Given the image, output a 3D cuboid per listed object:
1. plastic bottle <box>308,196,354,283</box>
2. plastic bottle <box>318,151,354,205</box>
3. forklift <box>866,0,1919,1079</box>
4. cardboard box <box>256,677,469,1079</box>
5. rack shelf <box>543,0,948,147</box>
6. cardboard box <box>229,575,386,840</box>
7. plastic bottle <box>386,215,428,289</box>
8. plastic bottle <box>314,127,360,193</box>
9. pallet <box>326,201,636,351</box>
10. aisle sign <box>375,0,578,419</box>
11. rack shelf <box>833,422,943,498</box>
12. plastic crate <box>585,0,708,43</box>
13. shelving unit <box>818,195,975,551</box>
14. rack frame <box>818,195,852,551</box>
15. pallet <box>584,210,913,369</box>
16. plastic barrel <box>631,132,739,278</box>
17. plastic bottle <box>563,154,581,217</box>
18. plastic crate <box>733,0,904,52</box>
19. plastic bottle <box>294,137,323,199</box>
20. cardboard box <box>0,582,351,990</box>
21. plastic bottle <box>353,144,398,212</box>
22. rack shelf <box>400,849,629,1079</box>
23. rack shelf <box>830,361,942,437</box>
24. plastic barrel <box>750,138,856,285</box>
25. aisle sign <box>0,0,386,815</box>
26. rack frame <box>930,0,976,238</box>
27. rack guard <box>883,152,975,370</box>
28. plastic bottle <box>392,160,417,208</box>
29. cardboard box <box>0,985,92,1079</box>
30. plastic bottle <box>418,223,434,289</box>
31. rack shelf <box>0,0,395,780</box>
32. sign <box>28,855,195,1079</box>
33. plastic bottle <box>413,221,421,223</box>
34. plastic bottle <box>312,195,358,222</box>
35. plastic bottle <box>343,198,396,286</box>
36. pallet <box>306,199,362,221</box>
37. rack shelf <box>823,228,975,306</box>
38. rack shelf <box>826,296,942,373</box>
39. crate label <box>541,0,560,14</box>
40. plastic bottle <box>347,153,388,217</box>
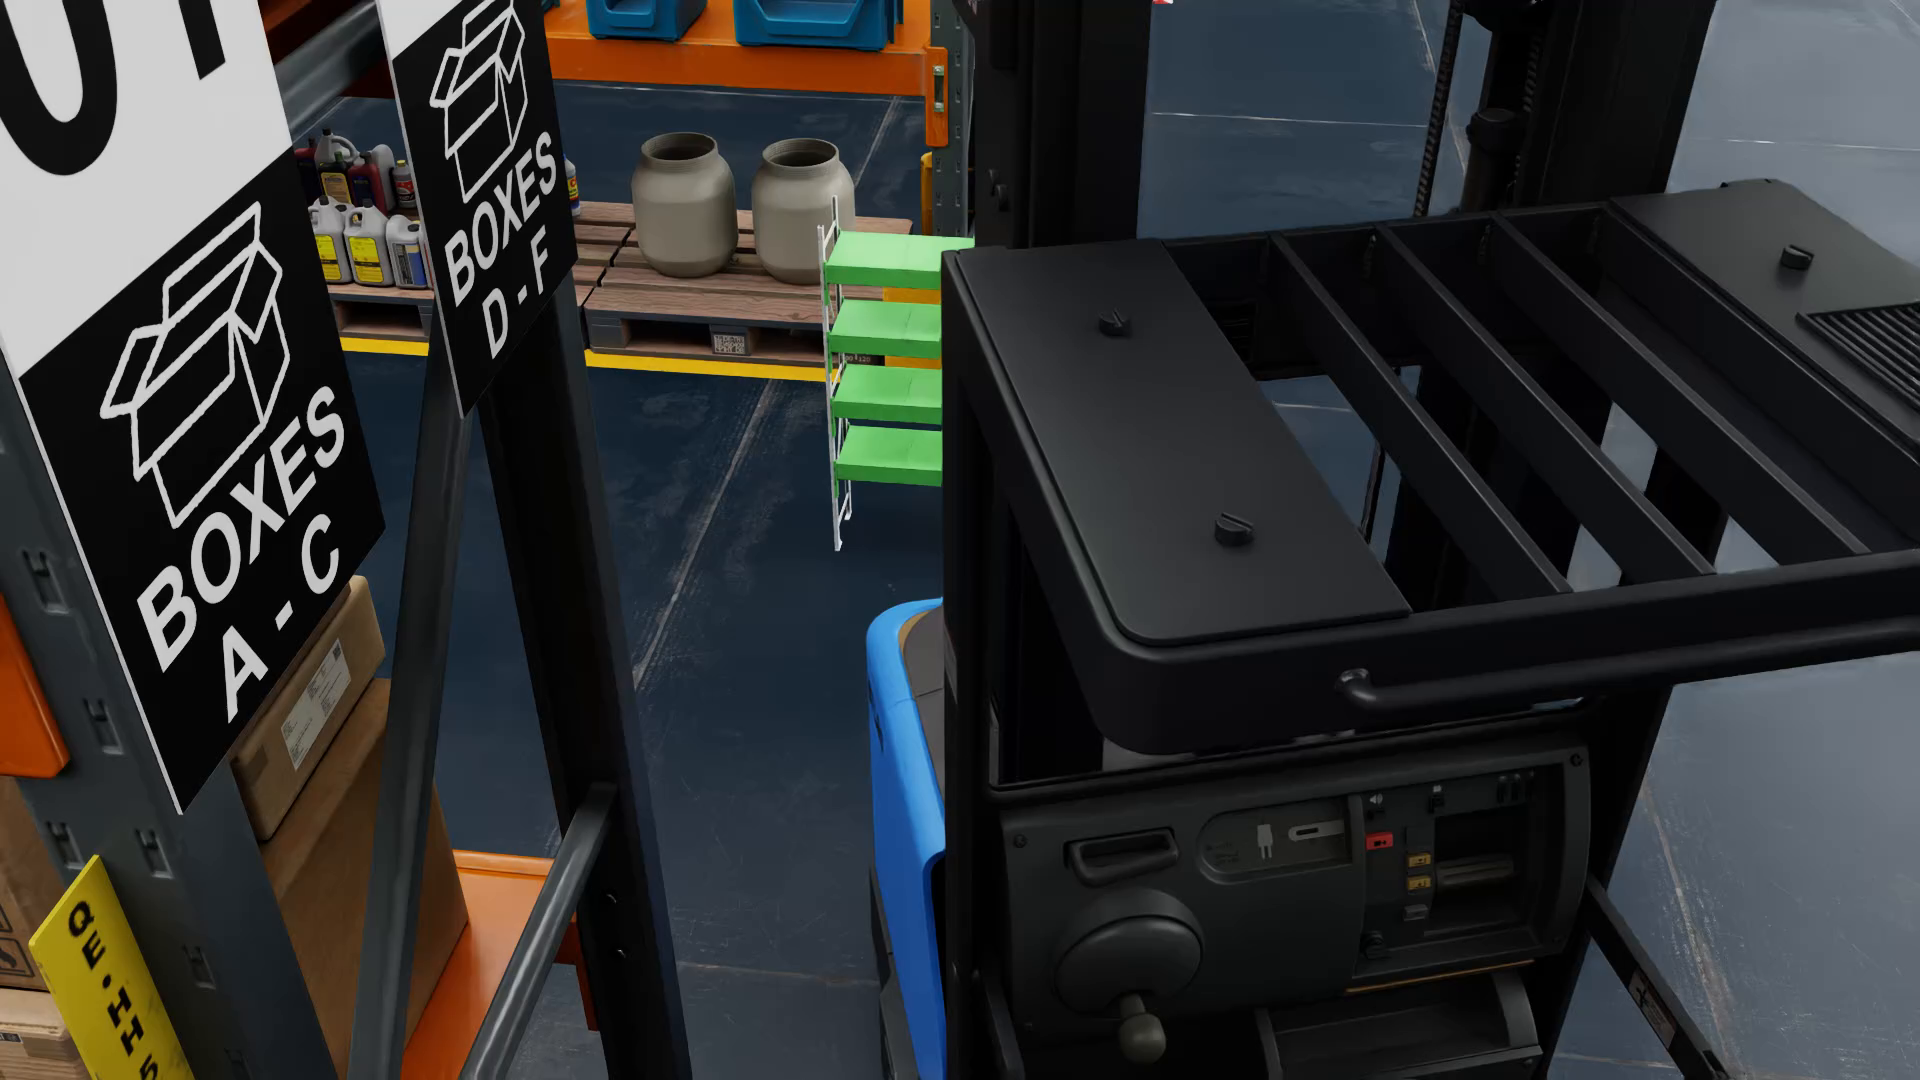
[{"bbox_3d":[-2.591,-1.241,6.808,0.185,0.351,0.144,4,36,6],"label":"plastic bottle"},{"bbox_3d":[-2.749,-1.577,7.337,0.133,0.283,0.061,4,36,6],"label":"plastic bottle"},{"bbox_3d":[0.568,0.610,2.372,1.130,2.935,3.031,-7,36,-9],"label":"forklift"},{"bbox_3d":[-1.076,0.583,2.265,0.500,0.500,0.700,4,36,6],"label":"cardboard box"},{"bbox_3d":[-1.964,-2.043,6.650,4.000,0.370,1.077,4,36,6],"label":"rack shelf"},{"bbox_3d":[-0.977,0.208,2.232,0.250,0.149,0.380,4,36,6],"label":"cardboard box"},{"bbox_3d":[-2.242,-1.186,6.796,0.135,0.276,0.152,3,36,5],"label":"plastic bottle"},{"bbox_3d":[-2.761,-1.665,7.403,0.185,0.351,0.144,4,36,6],"label":"plastic bottle"},{"bbox_3d":[-2.073,-1.186,7.231,1.213,0.211,1.003,4,36,6],"label":"pallet"},{"bbox_3d":[-0.511,-0.564,1.720,0.004,0.787,0.394,4,36,6],"label":"aisle sign"},{"bbox_3d":[-0.164,-0.253,5.595,0.480,0.148,0.258,4,36,6],"label":"rack shelf"},{"bbox_3d":[-1.158,-2.043,6.159,0.408,0.251,0.499,4,36,6],"label":"plastic crate"},{"bbox_3d":[-0.164,-0.501,5.419,0.503,1.200,0.258,4,36,6],"label":"shelving unit"},{"bbox_3d":[-0.406,-0.519,5.444,0.015,1.200,0.240,4,36,6],"label":"rack frame"},{"bbox_3d":[-0.867,-1.095,7.102,1.213,0.211,1.003,4,36,6],"label":"pallet"},{"bbox_3d":[-1.140,-1.388,6.893,0.421,0.512,0.421,0,36,0],"label":"plastic barrel"},{"bbox_3d":[-1.739,-1.570,7.338,0.097,0.271,0.097,0,36,0],"label":"plastic bottle"},{"bbox_3d":[-0.515,-1.992,6.087,0.616,0.251,0.499,4,36,6],"label":"plastic crate"},{"bbox_3d":[-2.915,-1.674,7.472,0.133,0.283,0.061,7,36,9],"label":"plastic bottle"},{"bbox_3d":[-1.129,0.051,1.893,0.500,0.500,0.700,4,36,6],"label":"cardboard box"},{"bbox_3d":[-2.601,-1.620,7.404,0.135,0.276,0.152,5,36,7],"label":"plastic bottle"},{"bbox_3d":[-2.599,0.811,2.651,4.000,0.370,1.077,4,36,6],"label":"rack shelf"},{"bbox_3d":[-0.164,-0.449,5.456,0.480,0.148,0.258,4,36,6],"label":"rack shelf"},{"bbox_3d":[-0.643,-1.351,6.841,0.421,0.512,0.421,0,36,0],"label":"plastic barrel"},{"bbox_3d":[-0.587,-0.218,1.236,0.004,0.787,0.394,4,36,6],"label":"aisle sign"},{"bbox_3d":[0.020,-2.188,6.234,0.127,3.000,1.000,4,36,6],"label":"rack frame"},{"bbox_3d":[-0.062,-1.149,6.930,0.348,0.500,1.175,4,36,6],"label":"rack guard"},{"bbox_3d":[-2.480,-1.597,7.436,0.097,0.201,0.097,0,36,0],"label":"plastic bottle"},{"bbox_3d":[-1.018,0.443,1.903,0.250,0.149,0.380,4,36,5],"label":"cardboard box"},{"bbox_3d":[-2.104,-1.176,6.782,0.135,0.276,0.152,5,36,6],"label":"plastic bottle"},{"bbox_3d":[-2.599,-0.410,1.780,4.000,0.370,1.077,4,36,6],"label":"rack shelf"},{"bbox_3d":[-0.698,0.410,1.393,0.005,0.325,0.100,4,36,6],"label":"sign"},{"bbox_3d":[-2.244,-1.229,6.921,0.097,0.201,0.097,0,36,0],"label":"plastic bottle"},{"bbox_3d":[-2.597,-1.297,6.952,0.135,0.276,0.152,4,36,6],"label":"plastic bottle"},{"bbox_3d":[-2.407,-1.227,6.788,0.185,0.351,0.144,6,36,8],"label":"plastic bottle"},{"bbox_3d":[-3.287,-1.275,7.355,1.213,0.211,1.003,4,36,6],"label":"pallet"},{"bbox_3d":[-0.164,-0.839,5.177,0.480,0.148,0.258,4,36,6],"label":"rack shelf"},{"bbox_3d":[-0.164,-0.644,5.316,0.480,0.148,0.258,4,36,6],"label":"rack shelf"},{"bbox_3d":[-1.840,-2.183,6.196,0.616,0.435,0.502,4,36,6],"label":"crate label"},{"bbox_3d":[-2.614,-1.562,7.316,0.133,0.283,0.061,4,36,6],"label":"plastic bottle"}]
